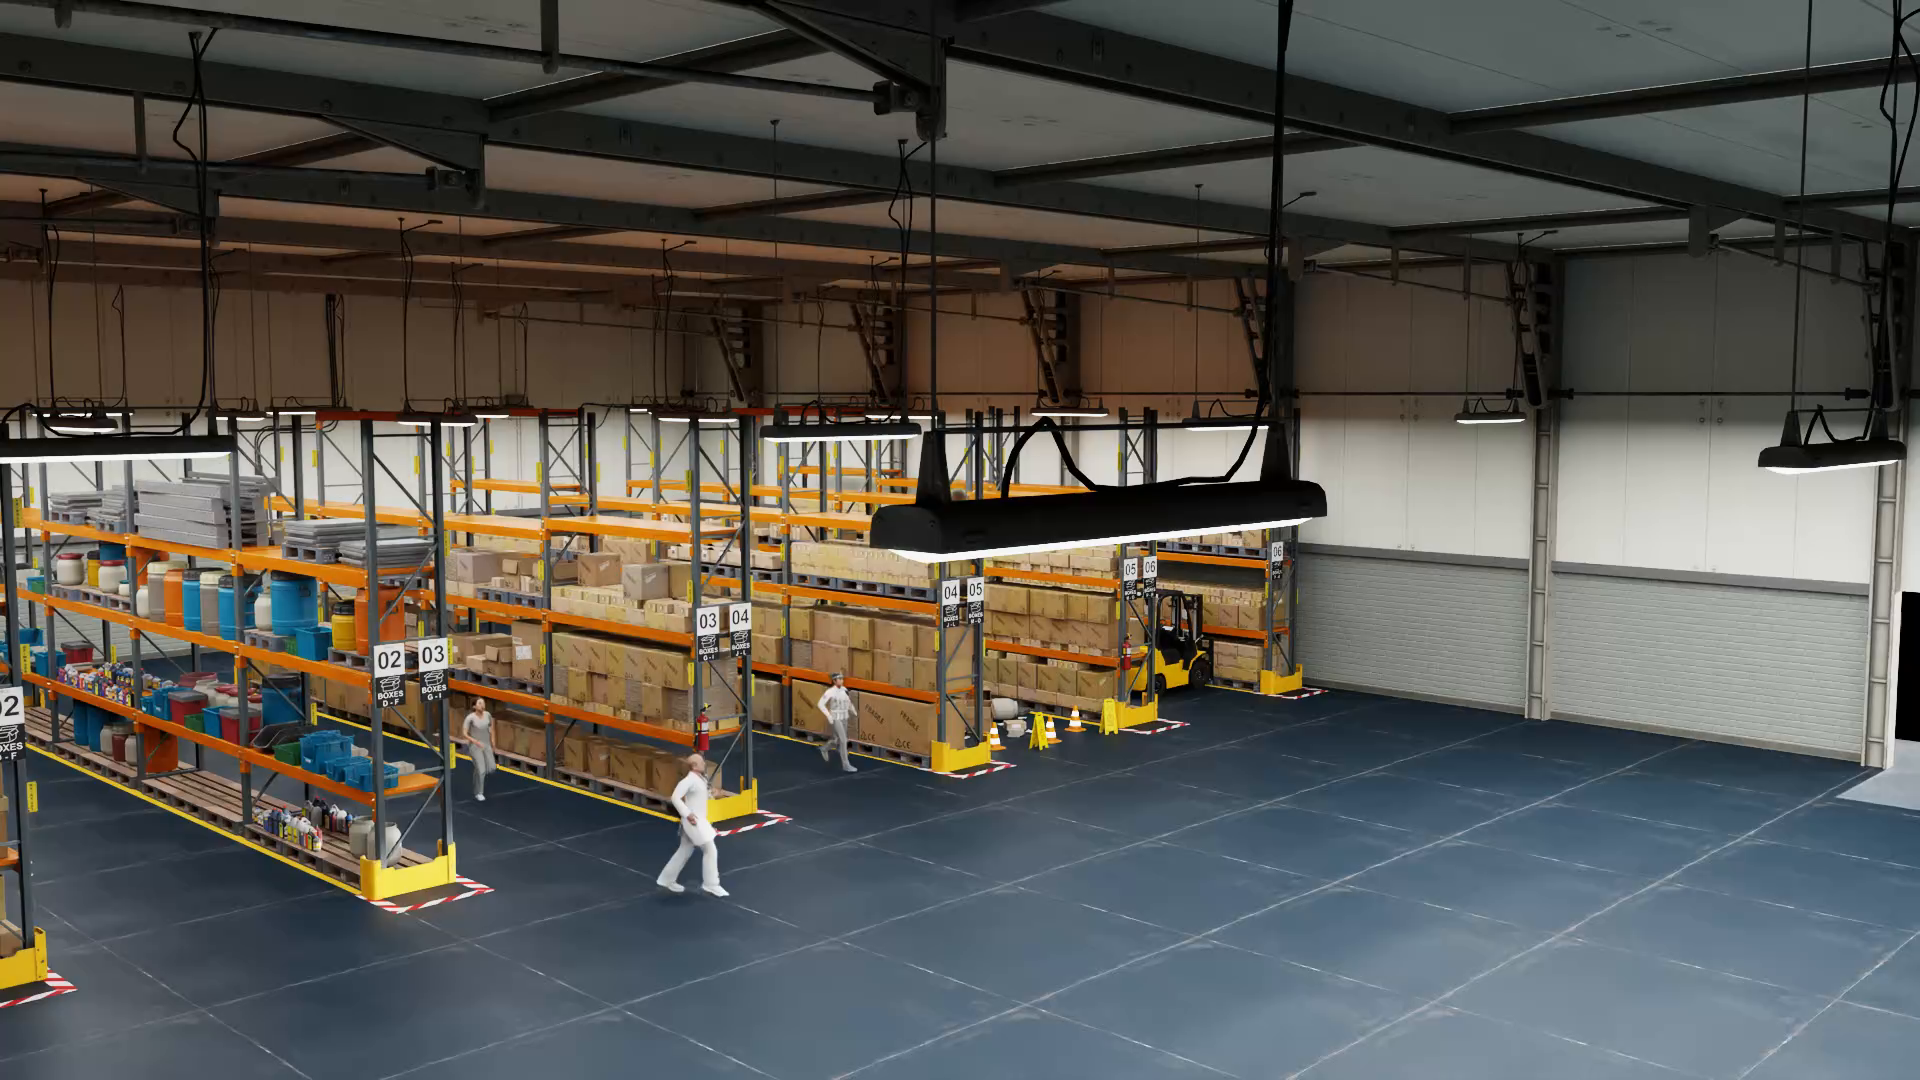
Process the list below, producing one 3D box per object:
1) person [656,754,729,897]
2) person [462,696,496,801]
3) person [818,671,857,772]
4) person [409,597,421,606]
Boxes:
[{"bbox_3d":[-3.362,3.595,20.930,0.876,1.839,0.673,-1,5,-14],"label":"person"},{"bbox_3d":[-7.477,3.230,25.902,0.588,1.630,0.596,4,7,41],"label":"person"},{"bbox_3d":[-2.053,3.021,27.904,0.837,1.659,0.642,4,6,38],"label":"person"},{"bbox_3d":[-12.833,2.029,39.232,0.720,1.693,0.660,3,6,27],"label":"person"}]
